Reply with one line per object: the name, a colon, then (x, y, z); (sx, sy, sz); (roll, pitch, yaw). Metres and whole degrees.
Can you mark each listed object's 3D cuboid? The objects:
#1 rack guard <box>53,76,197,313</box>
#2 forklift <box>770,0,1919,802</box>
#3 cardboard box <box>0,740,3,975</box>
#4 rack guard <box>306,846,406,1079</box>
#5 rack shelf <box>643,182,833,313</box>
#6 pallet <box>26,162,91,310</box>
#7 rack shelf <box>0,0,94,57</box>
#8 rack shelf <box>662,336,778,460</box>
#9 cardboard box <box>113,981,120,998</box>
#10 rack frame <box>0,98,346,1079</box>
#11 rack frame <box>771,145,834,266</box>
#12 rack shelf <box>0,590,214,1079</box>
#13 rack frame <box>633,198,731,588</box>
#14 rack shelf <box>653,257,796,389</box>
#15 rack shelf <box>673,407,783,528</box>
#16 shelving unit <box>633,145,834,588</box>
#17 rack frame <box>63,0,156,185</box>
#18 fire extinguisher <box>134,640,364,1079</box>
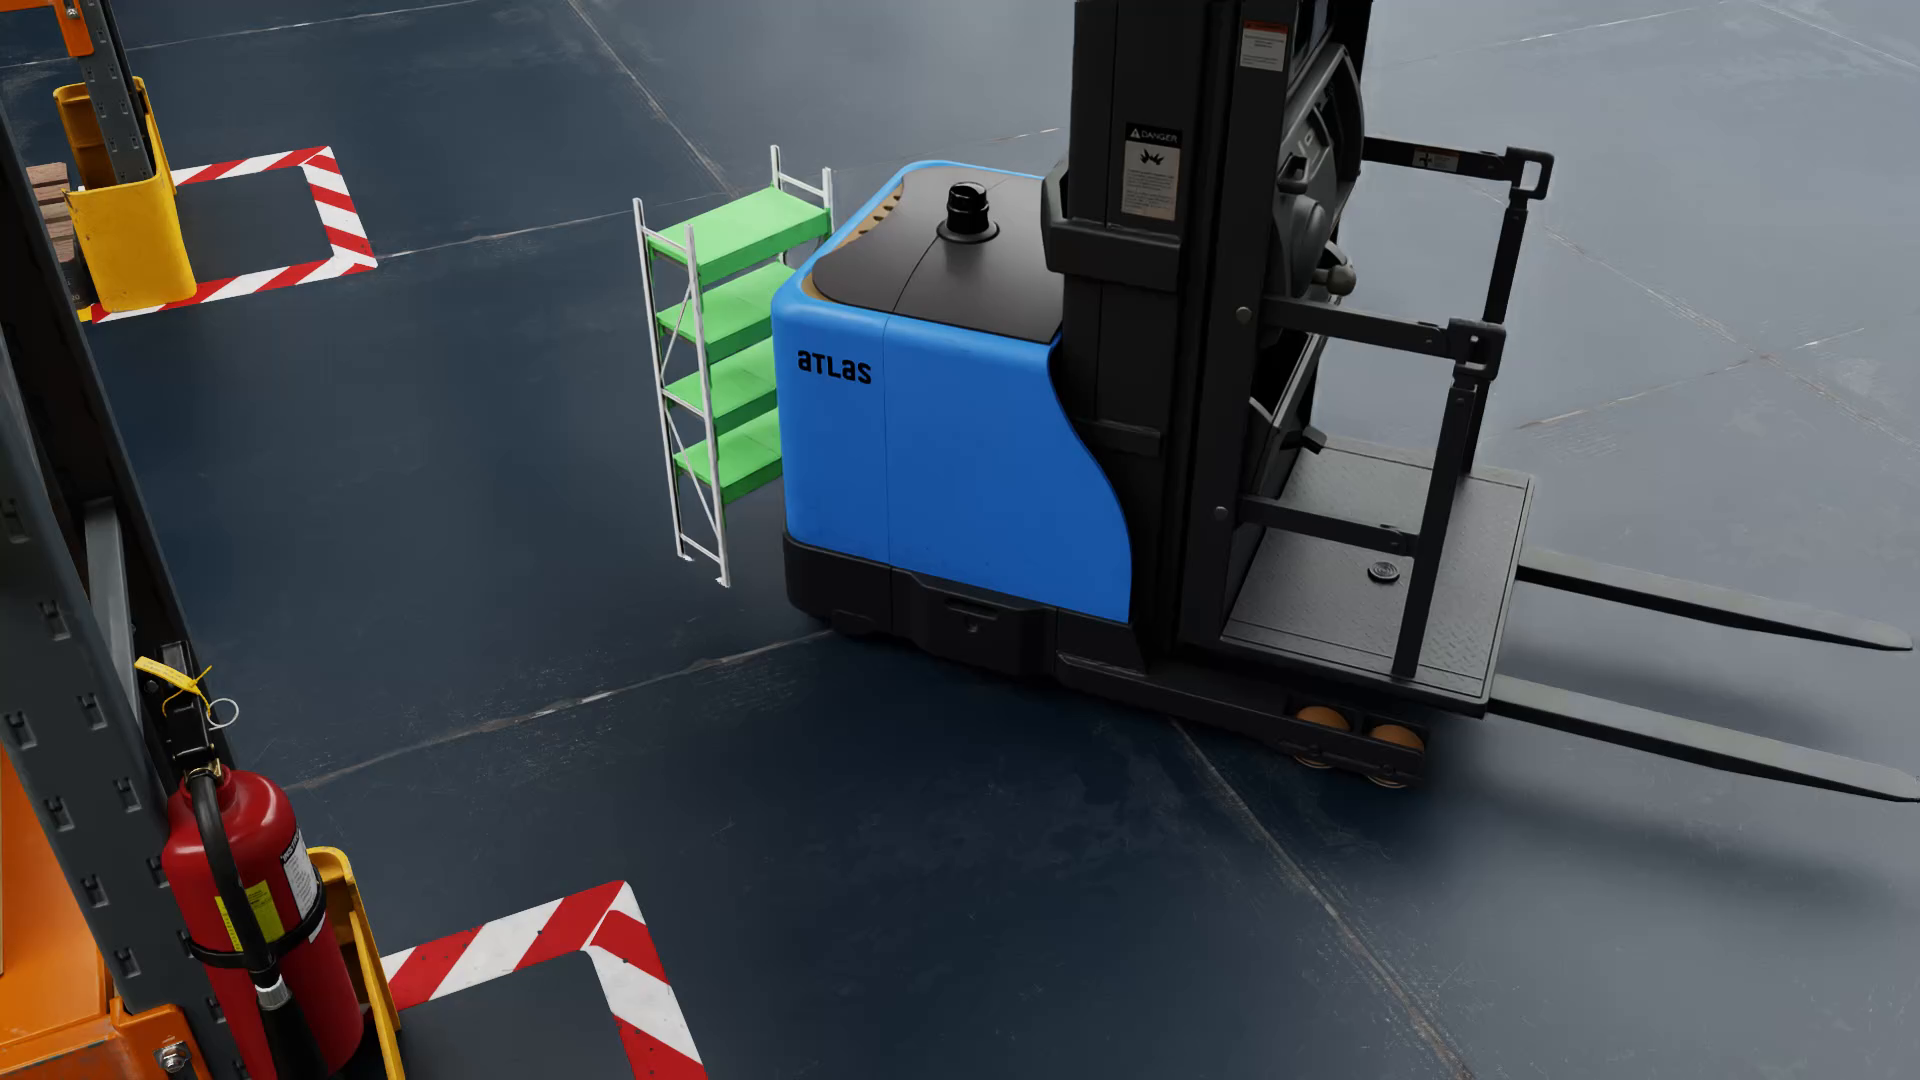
rack guard: (-3.397, -1.424, 6.750); (0.348, 0.500, 1.175); (-16, 39, -20)
forklift: (1.057, -0.886, 3.984); (3.031, 2.935, 1.130); (13, 39, 17)
cardboard box: (-1.675, 0.271, 2.283); (0.500, 0.500, 0.700); (-16, 39, -20)
rack guard: (-1.225, 1.198, 3.216); (0.348, 0.500, 1.175); (-16, 39, -20)
rack shelf: (-0.620, -0.826, 4.658); (0.258, 0.148, 0.480); (30, 46, 34)
pallet: (-4.134, -1.105, 6.563); (1.213, 0.211, 1.003); (-16, 39, -20)
rack shelf: (-5.158, -1.677, 5.597); (4.000, 0.370, 1.077); (-16, 39, -20)
rack shelf: (-0.620, -0.441, 4.944); (0.258, 0.148, 0.480); (30, 46, 34)
cardboard box: (-1.827, 1.151, 3.135); (0.500, 0.250, 0.500); (-16, 39, -20)
rack frame: (-1.247, 0.200, 2.463); (0.127, 3.000, 1.000); (-16, 39, -20)
rack frame: (-0.450, -0.597, 5.047); (0.240, 1.200, 0.015); (30, 46, 34)
rack shelf: (-3.057, 0.995, 1.994); (4.000, 0.370, 1.077); (-16, 39, -20)
rack frame: (-0.789, -0.387, 4.765); (0.240, 1.200, 0.015); (30, 46, 34)
rack shelf: (-0.620, -0.633, 4.801); (0.258, 0.148, 0.480); (30, 46, 34)
rack shelf: (-0.620, -0.248, 5.087); (0.258, 0.148, 0.480); (30, 46, 34)
shelving unit: (-0.620, -0.492, 4.906); (0.258, 1.200, 0.503); (30, 46, 34)
rack frame: (-3.348, -2.472, 6.065); (0.127, 3.000, 1.000); (-16, 39, -20)
fire extinguisher: (-0.942, 0.452, 2.188); (0.183, 0.674, 0.296); (-16, 39, -20)
